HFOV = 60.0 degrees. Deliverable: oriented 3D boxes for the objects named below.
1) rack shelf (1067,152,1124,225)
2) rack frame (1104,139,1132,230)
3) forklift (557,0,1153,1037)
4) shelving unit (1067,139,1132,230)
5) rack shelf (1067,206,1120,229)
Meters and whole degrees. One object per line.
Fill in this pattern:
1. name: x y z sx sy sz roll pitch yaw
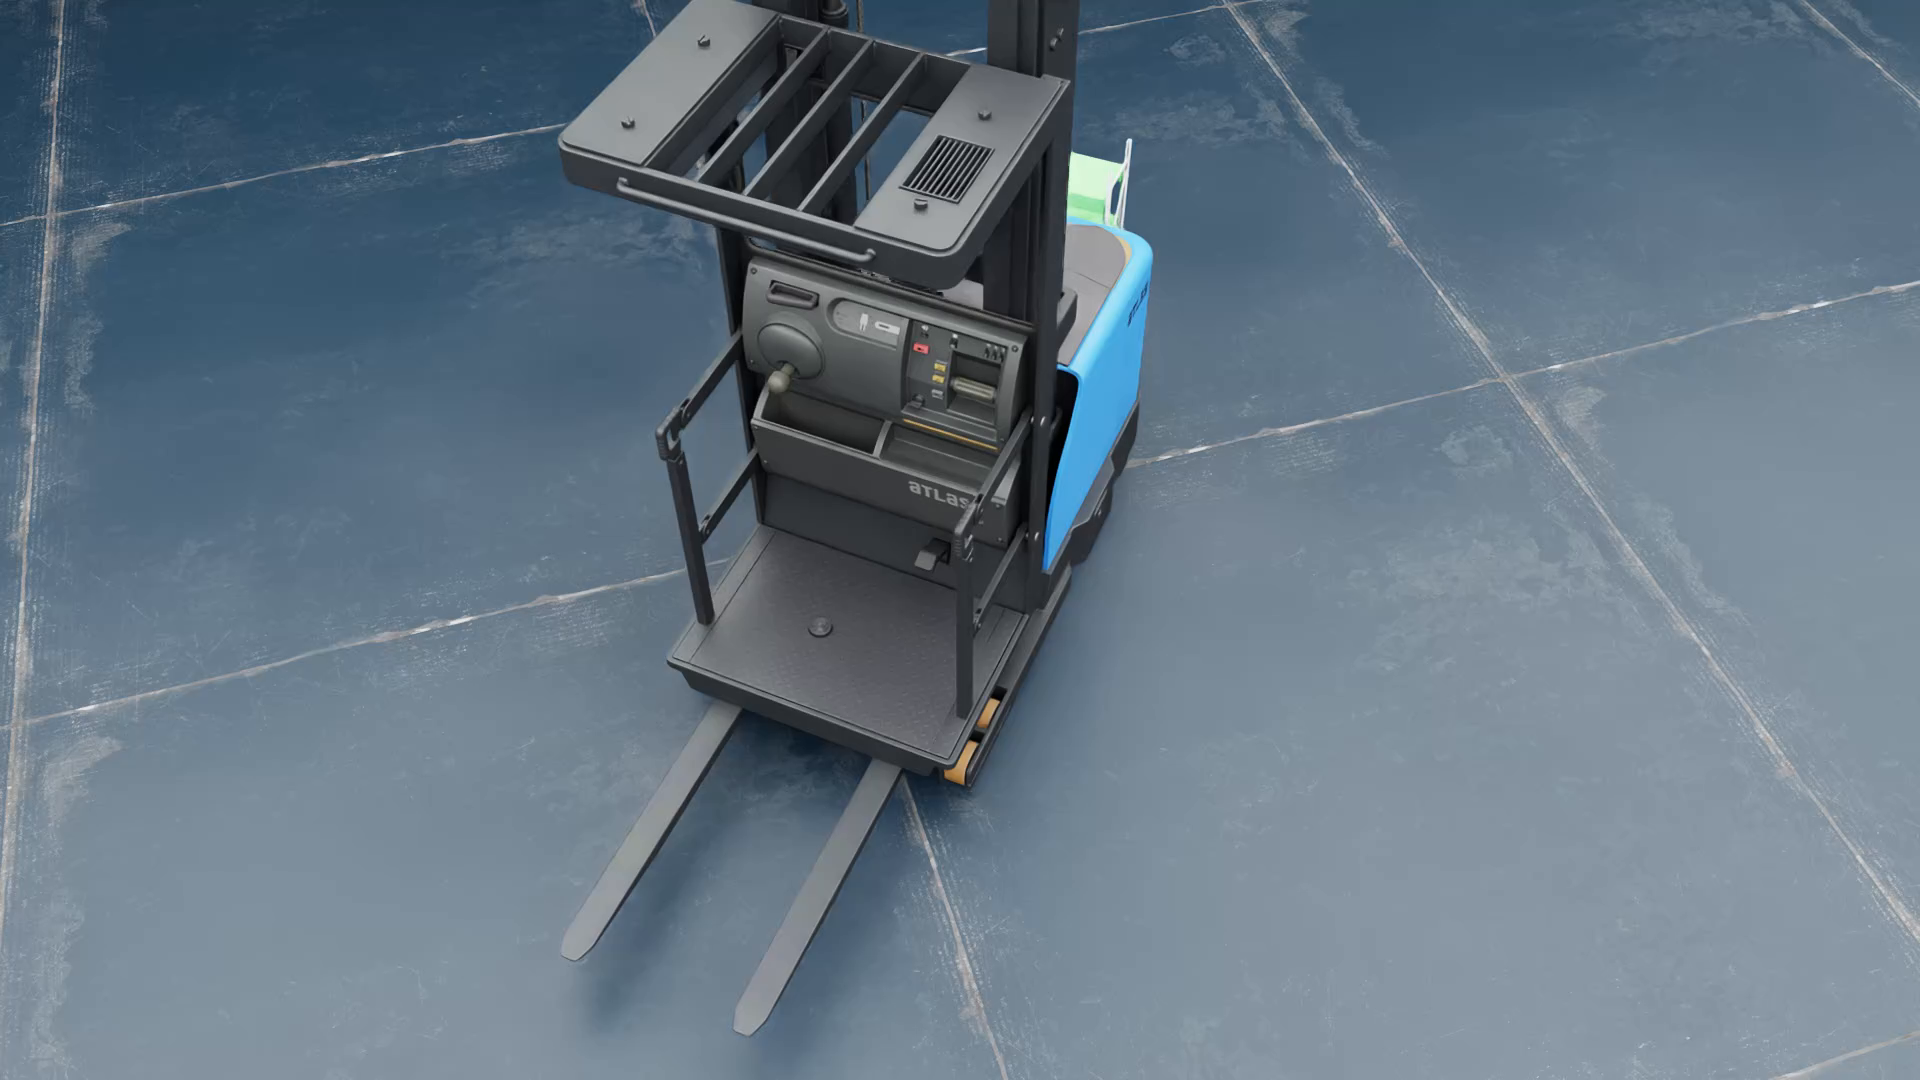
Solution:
1. rack shelf: 0.365 -1.368 6.358 0.480 0.148 0.258 17 50 14
2. rack frame: 0.586 -1.020 6.609 0.015 1.200 0.240 17 50 14
3. forklift: -0.333 -0.472 5.020 1.130 2.935 3.031 18 52 15
4. shelving unit: 0.360 -1.090 6.668 0.503 1.200 0.258 17 50 14
5. rack shelf: 0.362 -1.208 6.537 0.480 0.148 0.258 17 50 14
